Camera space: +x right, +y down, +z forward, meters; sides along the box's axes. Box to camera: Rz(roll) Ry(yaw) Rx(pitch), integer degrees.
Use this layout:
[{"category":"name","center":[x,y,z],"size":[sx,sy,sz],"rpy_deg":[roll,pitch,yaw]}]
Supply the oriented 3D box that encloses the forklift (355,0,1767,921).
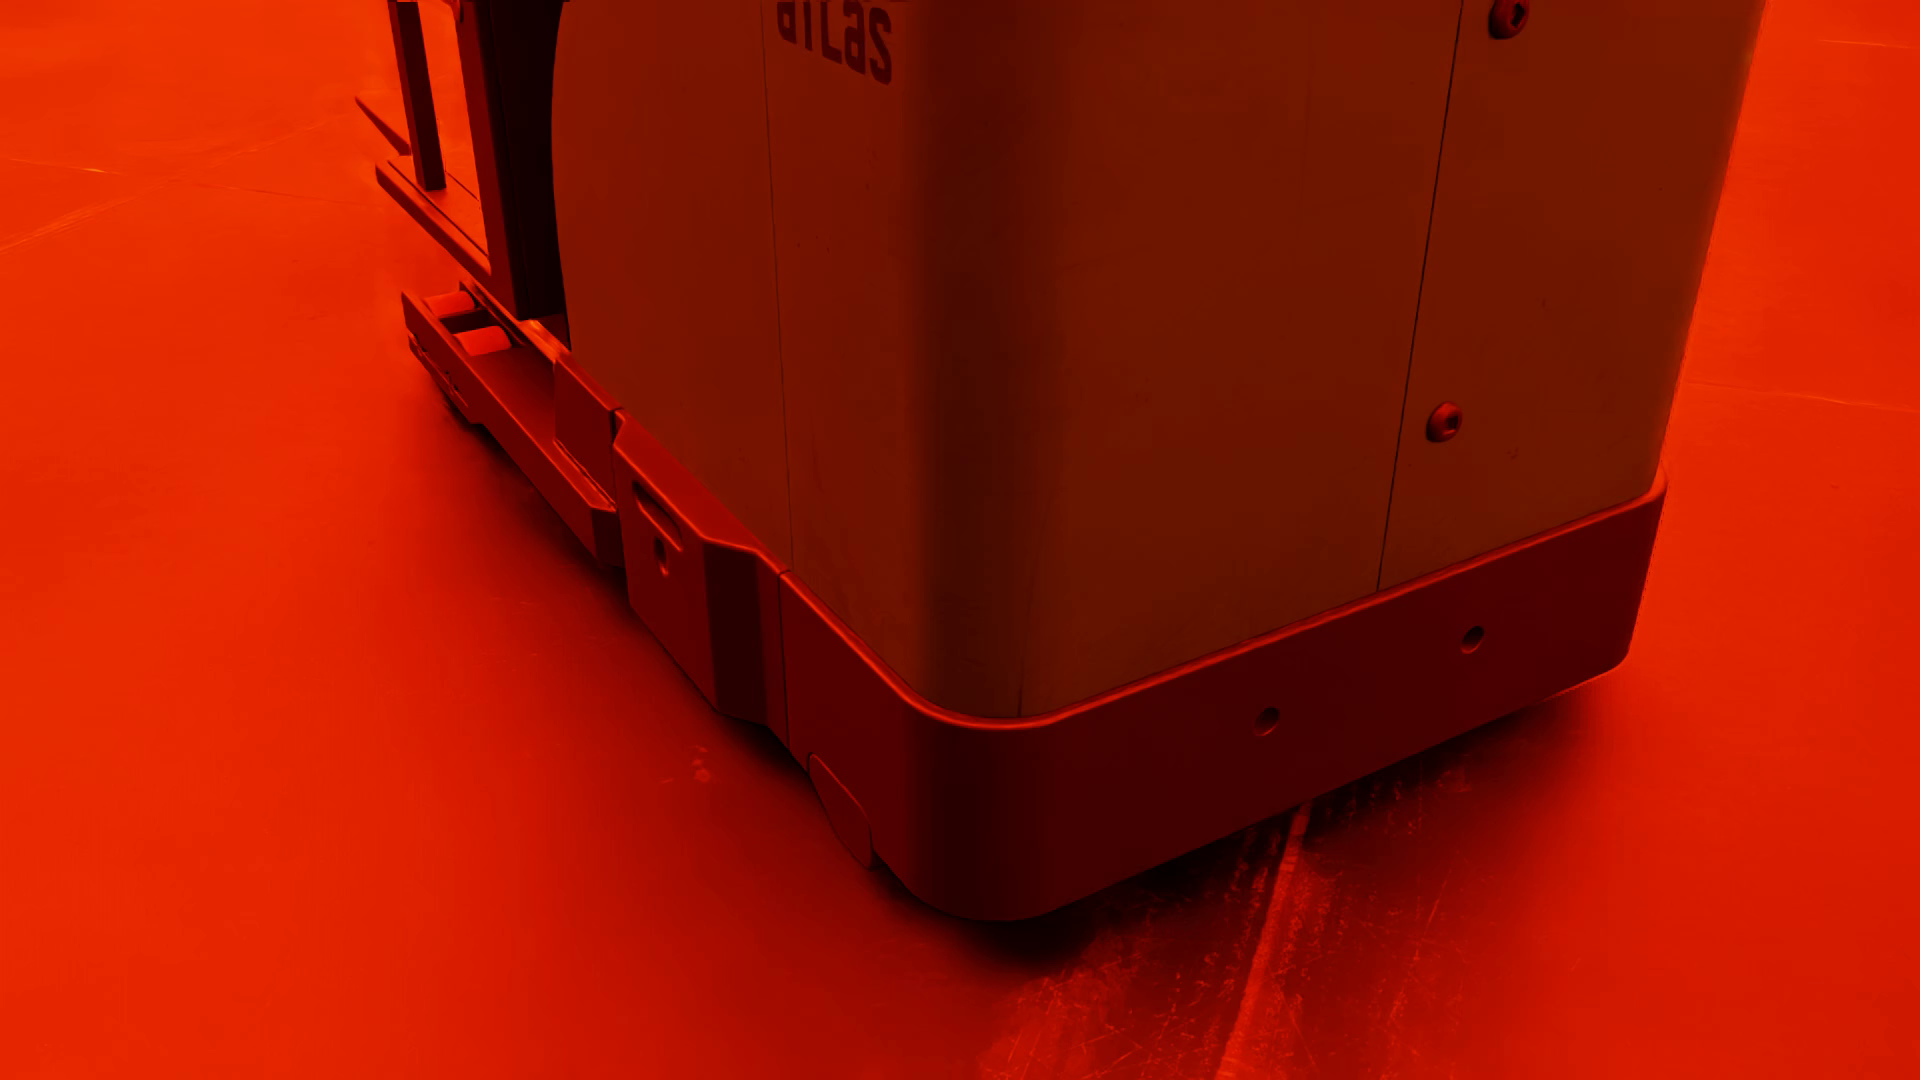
[{"category":"forklift","center":[-0.339,-1.580,2.315],"size":[1.130,2.935,3.031],"rpy_deg":[-17,34,-27]}]
